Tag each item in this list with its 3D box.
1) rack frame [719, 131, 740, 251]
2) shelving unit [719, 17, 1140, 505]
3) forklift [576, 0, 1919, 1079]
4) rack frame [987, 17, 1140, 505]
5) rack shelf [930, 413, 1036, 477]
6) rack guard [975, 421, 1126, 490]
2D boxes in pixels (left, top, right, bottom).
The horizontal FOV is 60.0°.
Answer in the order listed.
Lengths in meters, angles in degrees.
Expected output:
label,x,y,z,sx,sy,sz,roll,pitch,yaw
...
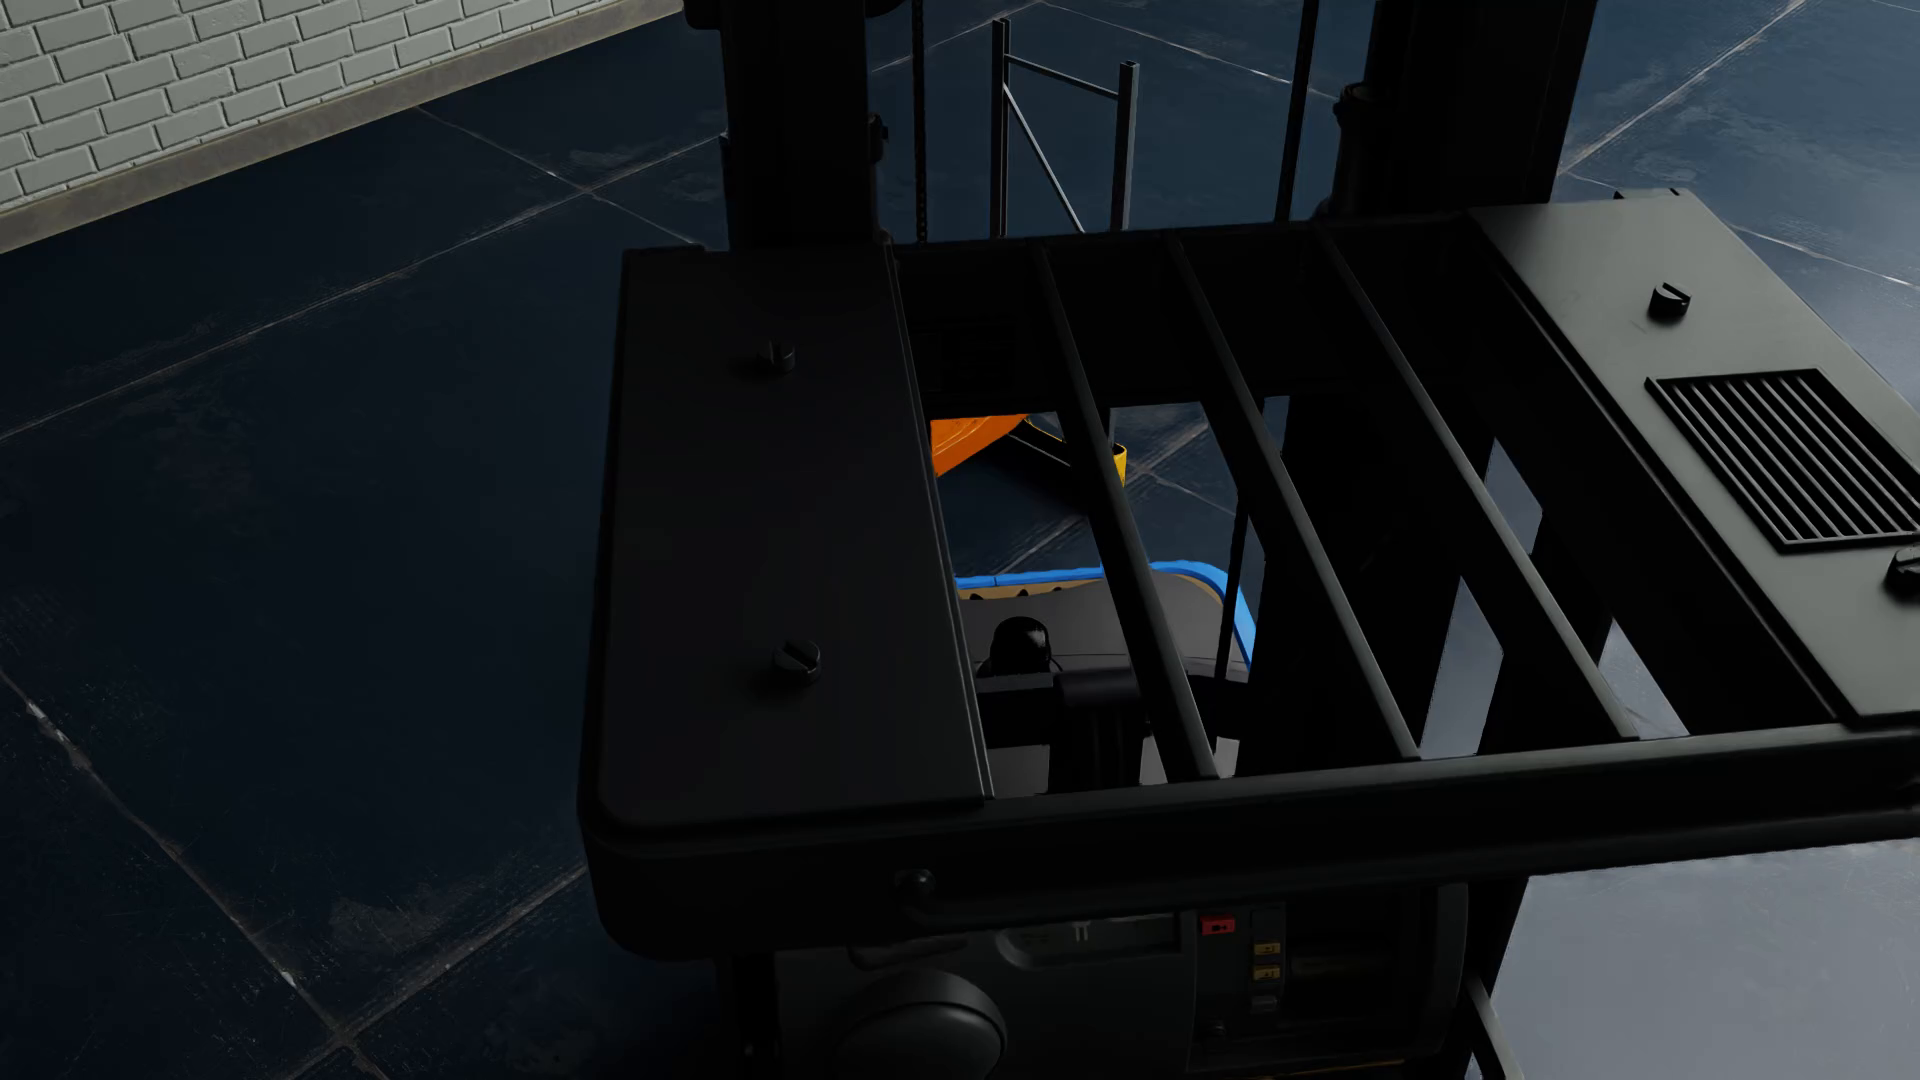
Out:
label,x,y,z,sx,sy,sz,roll,pitch,yaw
rack frame,-0.401,-0.314,4.440,0.500,1.500,0.032,30,47,32
shelving unit,-0.051,-0.552,4.739,0.587,1.500,1.083,30,47,32
forklift,0.249,0.670,2.052,1.130,2.935,3.031,-4,39,-5
rack frame,0.285,-0.781,5.028,0.500,1.500,0.032,30,47,32
rack shelf,-0.058,-0.407,4.846,0.538,0.185,1.000,30,47,32
rack guard,0.285,-0.292,5.416,0.587,0.250,0.087,30,47,32
